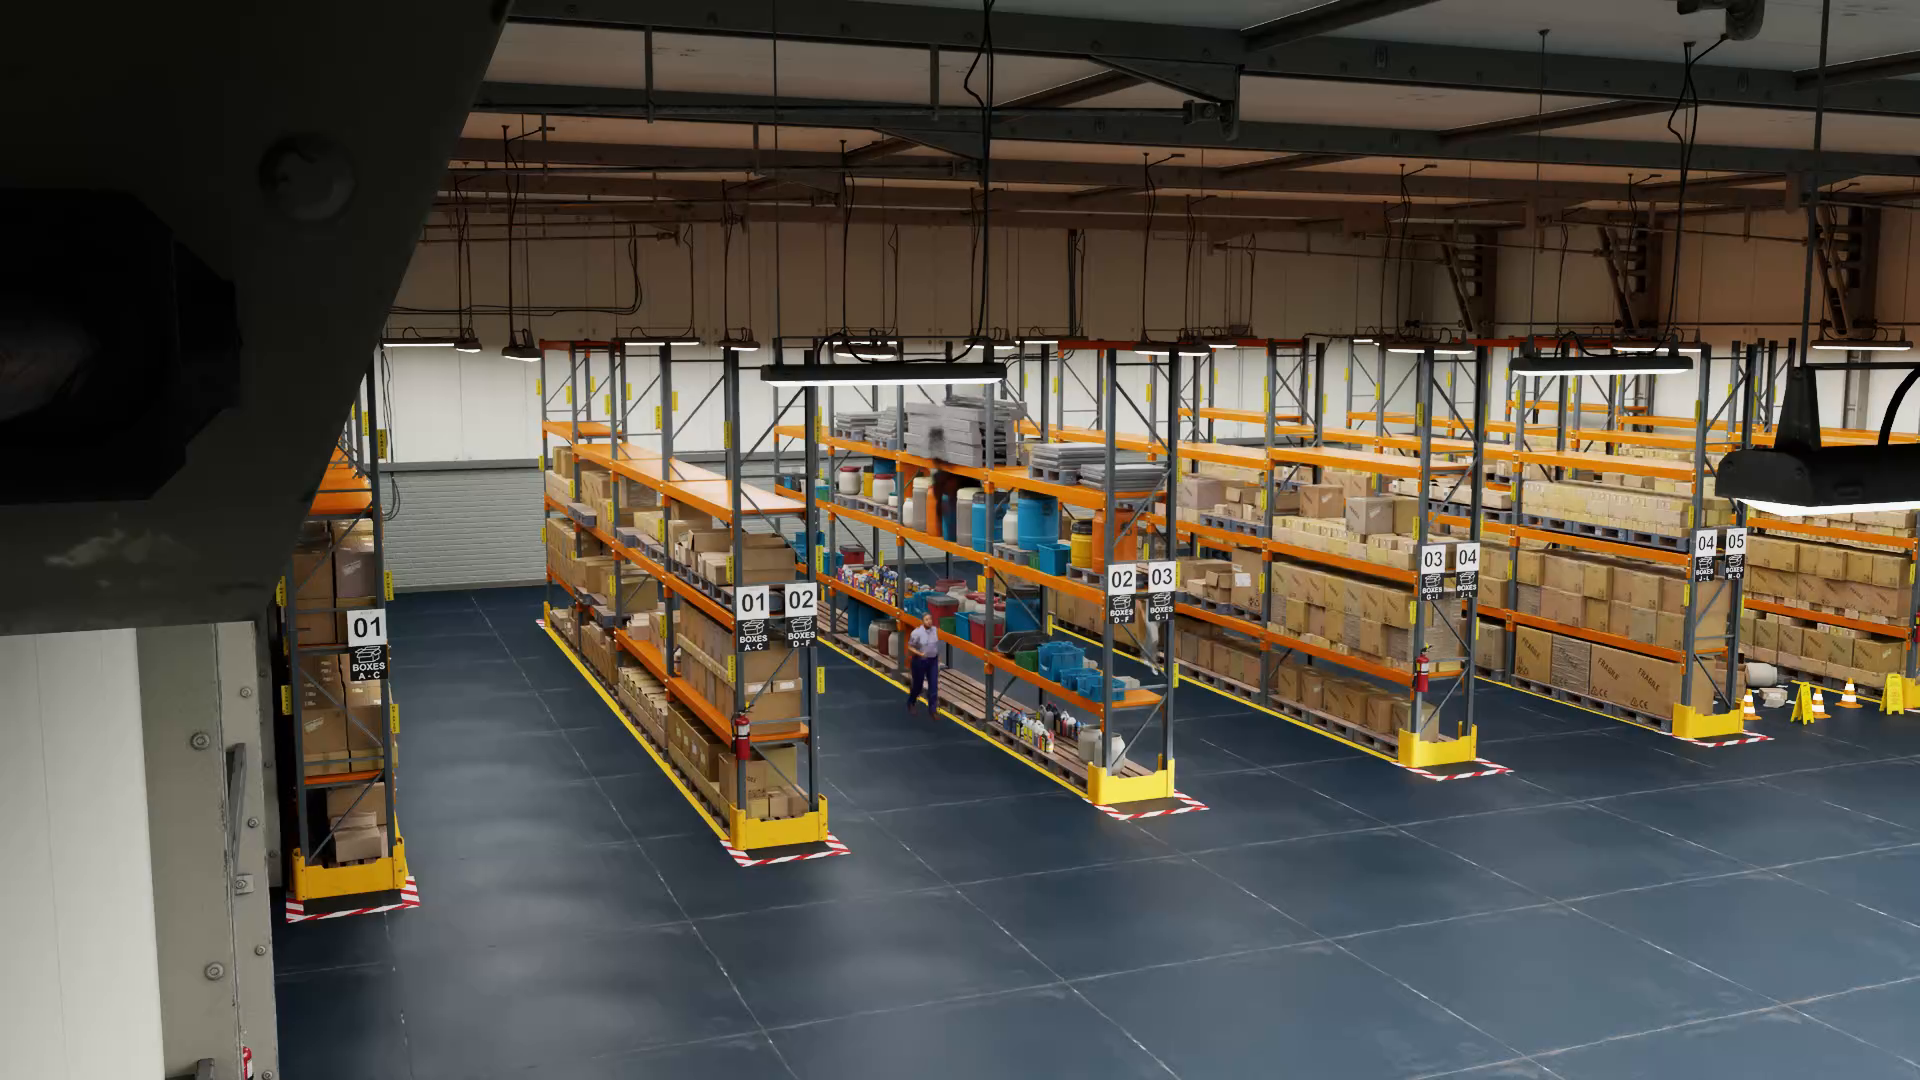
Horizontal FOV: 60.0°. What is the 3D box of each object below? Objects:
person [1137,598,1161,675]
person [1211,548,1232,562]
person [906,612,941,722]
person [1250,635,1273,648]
[{"bbox_3d":[3.398,1.458,29.169,0.480,1.756,0.792,-5,9,-32],"label":"person"},{"bbox_3d":[6.557,0.118,41.844,0.673,1.607,0.561,6,9,37],"label":"person"},{"bbox_3d":[-0.543,1.920,25.590,0.592,1.672,0.825,-4,8,-27],"label":"person"},{"bbox_3d":[5.824,1.406,31.776,0.589,1.628,0.576,-4,8,-28],"label":"person"}]
